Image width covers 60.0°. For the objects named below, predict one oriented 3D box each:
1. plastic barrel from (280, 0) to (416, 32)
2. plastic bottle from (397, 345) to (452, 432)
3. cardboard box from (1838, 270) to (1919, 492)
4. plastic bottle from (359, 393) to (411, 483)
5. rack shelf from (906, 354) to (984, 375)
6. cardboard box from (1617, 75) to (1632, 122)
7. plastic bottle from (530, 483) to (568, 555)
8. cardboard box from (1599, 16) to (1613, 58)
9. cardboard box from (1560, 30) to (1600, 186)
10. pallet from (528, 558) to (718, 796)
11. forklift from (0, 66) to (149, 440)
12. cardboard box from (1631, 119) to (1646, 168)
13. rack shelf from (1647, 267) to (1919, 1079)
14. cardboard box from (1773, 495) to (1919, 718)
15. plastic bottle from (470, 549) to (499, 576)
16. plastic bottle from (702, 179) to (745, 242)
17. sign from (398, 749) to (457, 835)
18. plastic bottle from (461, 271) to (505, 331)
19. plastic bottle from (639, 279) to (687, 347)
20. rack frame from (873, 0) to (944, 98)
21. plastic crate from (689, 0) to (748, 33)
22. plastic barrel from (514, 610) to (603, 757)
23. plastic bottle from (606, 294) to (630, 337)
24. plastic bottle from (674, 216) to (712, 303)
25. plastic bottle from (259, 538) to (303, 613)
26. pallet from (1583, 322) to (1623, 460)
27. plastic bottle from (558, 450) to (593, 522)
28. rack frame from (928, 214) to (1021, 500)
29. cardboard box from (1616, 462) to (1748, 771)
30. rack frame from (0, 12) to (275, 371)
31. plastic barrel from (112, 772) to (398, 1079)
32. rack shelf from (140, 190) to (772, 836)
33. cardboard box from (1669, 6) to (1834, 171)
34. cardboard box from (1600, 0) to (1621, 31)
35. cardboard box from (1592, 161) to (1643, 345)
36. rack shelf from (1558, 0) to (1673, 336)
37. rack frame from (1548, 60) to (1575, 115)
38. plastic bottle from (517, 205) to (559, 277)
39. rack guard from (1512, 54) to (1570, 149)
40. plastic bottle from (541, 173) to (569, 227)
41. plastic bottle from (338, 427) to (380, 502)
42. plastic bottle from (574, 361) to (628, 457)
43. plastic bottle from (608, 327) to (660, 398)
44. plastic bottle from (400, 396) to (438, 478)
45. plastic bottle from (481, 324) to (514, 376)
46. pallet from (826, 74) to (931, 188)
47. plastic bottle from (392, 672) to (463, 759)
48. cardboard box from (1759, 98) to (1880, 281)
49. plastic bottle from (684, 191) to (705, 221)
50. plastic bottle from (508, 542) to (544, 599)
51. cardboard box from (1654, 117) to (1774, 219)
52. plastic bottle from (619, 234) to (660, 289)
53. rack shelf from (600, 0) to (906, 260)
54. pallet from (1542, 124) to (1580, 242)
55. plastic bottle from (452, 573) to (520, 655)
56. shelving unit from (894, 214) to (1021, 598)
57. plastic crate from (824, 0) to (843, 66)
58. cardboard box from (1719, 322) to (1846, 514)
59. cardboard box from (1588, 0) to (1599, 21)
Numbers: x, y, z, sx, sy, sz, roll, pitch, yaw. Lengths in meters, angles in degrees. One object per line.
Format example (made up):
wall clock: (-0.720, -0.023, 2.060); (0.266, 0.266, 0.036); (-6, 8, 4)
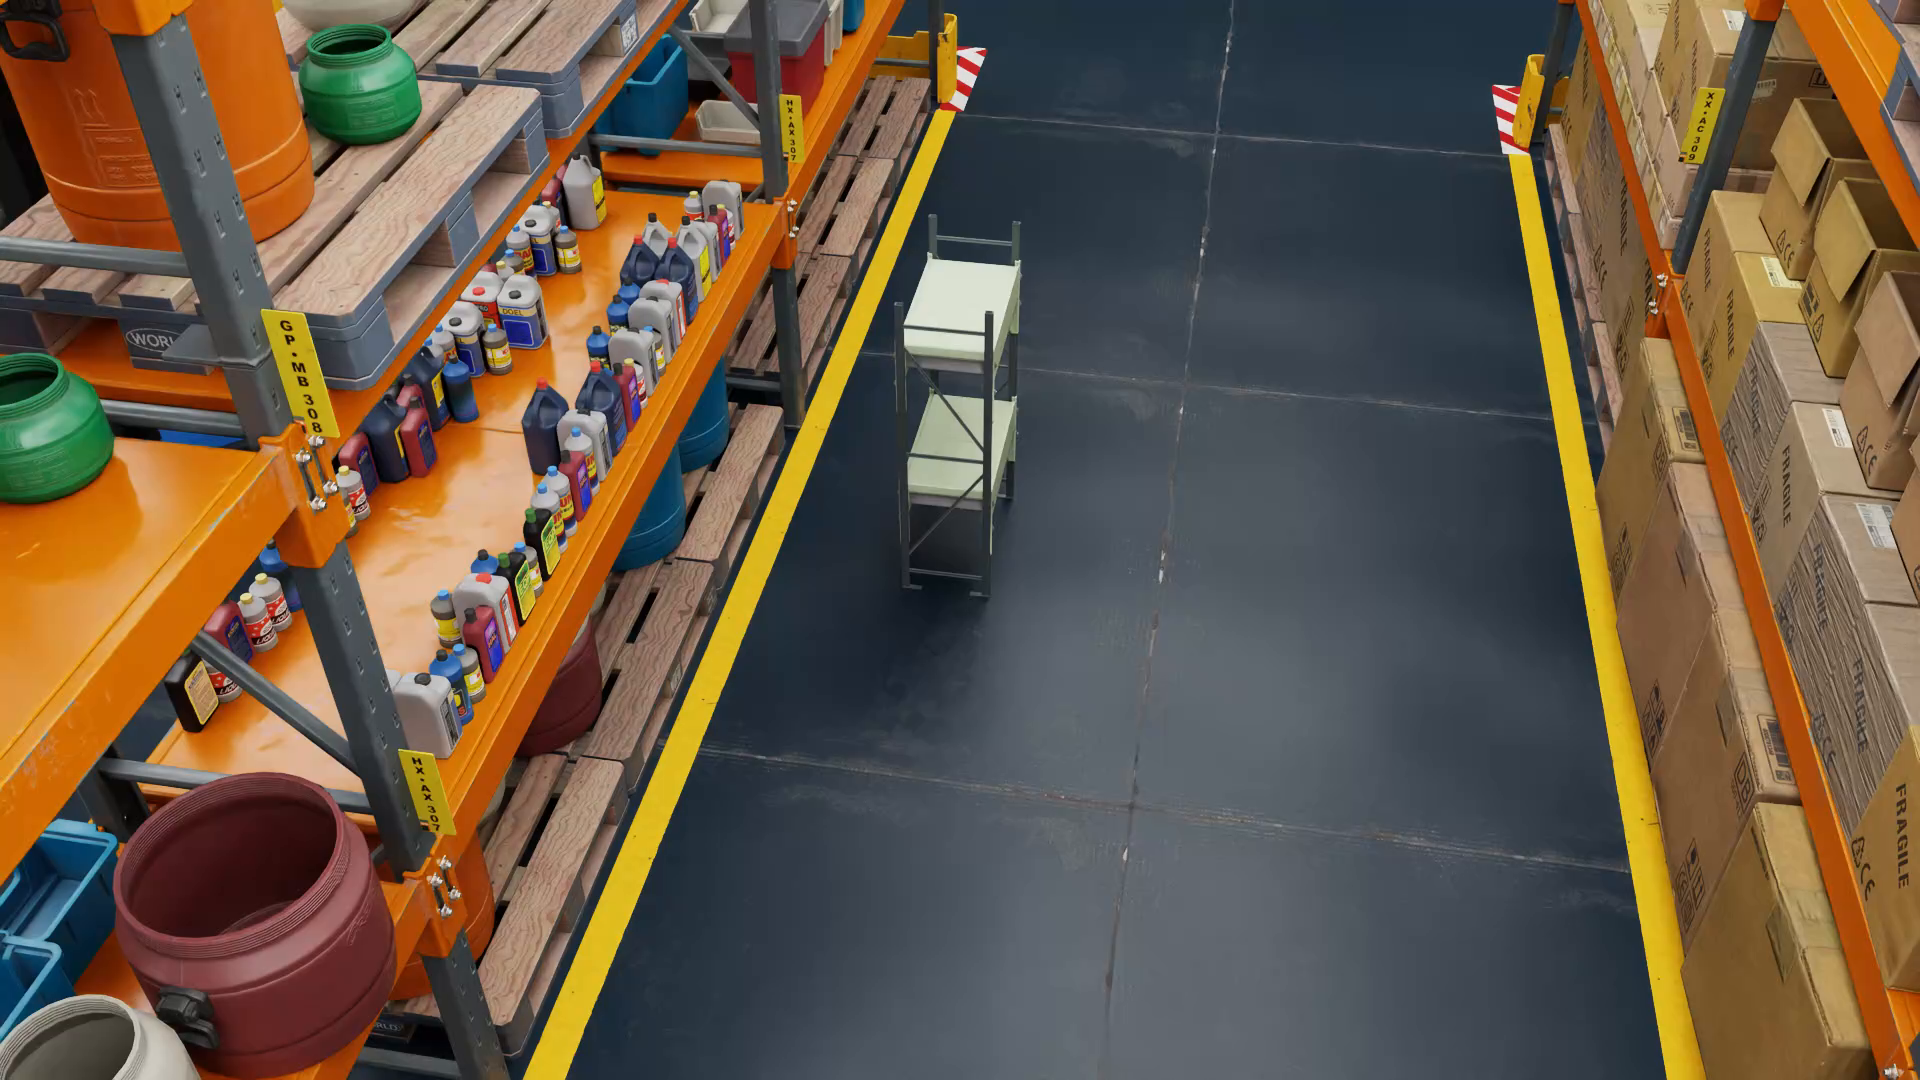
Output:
plastic barrel: (-1.835, -1.803, 4.883); (0.433, 0.535, 0.433); (0, 40, 0)
plastic bottle: (-2.022, -0.598, 6.254); (0.144, 0.351, 0.185); (6, 40, 8)
cardboard box: (3.253, -0.470, 5.195); (0.797, 0.503, 0.637); (8, 40, 9)
plastic bottle: (-2.077, -0.398, 6.013); (0.144, 0.351, 0.185); (6, 40, 8)
rack shelf: (-0.001, -0.930, 7.070); (0.332, 0.071, 0.664); (6, 40, 8)
cardboard box: (3.530, -2.205, 8.357); (0.380, 0.149, 0.250); (6, 40, 7)
plastic bottle: (-1.410, -0.078, 5.689); (0.097, 0.271, 0.097); (0, 40, 0)
cardboard box: (3.663, -2.688, 8.941); (0.380, 0.149, 0.250); (6, 40, 7)
cardboard box: (4.238, -2.711, 10.109); (0.875, 0.875, 0.875); (6, 40, 8)
pallet: (-1.684, 0.508, 7.066); (1.003, 0.211, 1.213); (6, 40, 8)
forklift: (-4.363, -1.363, 7.196); (3.031, 2.935, 1.121); (-23, 45, -25)
cardboard box: (3.441, -1.882, 7.967); (0.380, 0.149, 0.250); (7, 40, 9)
rack shelf: (3.231, 0.265, 5.737); (1.077, 0.370, 4.000); (6, 40, 8)
cardboard box: (2.905, 0.229, 5.138); (0.500, 0.500, 0.500); (5, 40, 6)
plastic bottle: (-1.533, 0.143, 5.420); (0.097, 0.271, 0.097); (0, 40, 0)
plastic bottle: (-1.051, -1.483, 7.384); (0.152, 0.276, 0.135); (6, 40, 8)
sign: (-1.450, 0.690, 4.530); (0.100, 0.325, 0.005); (6, 40, 8)
plastic bottle: (-1.916, -0.936, 6.723); (0.152, 0.276, 0.135); (6, 40, 8)
plastic bottle: (-1.201, -0.937, 6.724); (0.152, 0.276, 0.135); (6, 40, 8)
rack frame: (-0.609, -4.324, 10.723); (1.000, 3.000, 0.127); (6, 40, 8)
plastic crate: (-1.295, -2.861, 9.113); (0.293, 0.136, 0.466); (6, 40, 8)
plastic barrel: (-1.730, 0.446, 6.516); (0.600, 0.588, 0.708); (6, 40, 8)
plastic bottle: (-1.350, -0.853, 6.626); (0.097, 0.271, 0.097); (0, 40, 0)
plastic bottle: (-1.138, -1.182, 6.961); (0.144, 0.351, 0.185); (6, 40, 8)
plastic bottle: (-2.232, 0.108, 5.463); (0.097, 0.271, 0.097); (0, 40, 0)
pallet: (3.786, -0.662, 8.481); (1.003, 0.211, 1.213); (6, 40, 8)
plastic bottle: (-1.355, -0.215, 5.844); (0.061, 0.283, 0.133); (6, 40, 8)
rack frame: (0.062, -0.804, 7.642); (0.400, 1.500, 0.023); (6, 40, 8)
cardboard box: (3.333, 0.354, 6.402); (1.225, 0.875, 0.875); (5, 40, 6)
rack frame: (-1.993, -1.616, 2.739); (1.000, 3.000, 0.127); (6, 40, 8)
plastic barrel: (-1.775, 0.969, 4.214); (0.600, 0.536, 0.708); (6, 40, 8)
rack shelf: (-1.647, -0.357, 6.335); (0.919, 0.124, 3.809); (6, 40, 8)
cardboard box: (3.394, -1.932, 7.125); (0.500, 0.500, 0.500); (7, 40, 9)
cardboard box: (3.747, -2.921, 8.911); (0.500, 0.250, 0.500); (5, 40, 6)
cardboard box: (3.926, -1.581, 8.743); (0.875, 0.875, 0.875); (6, 40, 8)
rack shelf: (3.924, -2.246, 8.773); (1.077, 0.370, 4.000); (6, 40, 8)
rack frame: (4.273, -3.778, 10.062); (0.949, 2.616, 0.053); (6, 40, 8)
plastic bottle: (-1.819, -1.288, 7.148); (0.152, 0.276, 0.135); (6, 40, 8)
rack guard: (4.274, -2.830, 10.877); (1.175, 0.500, 0.348); (6, 40, 8)
plastic bottle: (-1.807, -1.502, 7.401); (0.061, 0.283, 0.133); (6, 40, 8)
plastic bottle: (-2.145, -0.277, 5.919); (0.061, 0.283, 0.133); (6, 40, 8)
plastic bottle: (-1.328, -0.491, 6.125); (0.144, 0.351, 0.185); (6, 40, 8)
plastic bottle: (-1.264, -0.707, 6.446); (0.152, 0.276, 0.135); (6, 40, 8)
plastic bottle: (-1.971, -0.377, 6.040); (0.061, 0.283, 0.133); (6, 40, 8)
plastic bottle: (-1.830, -0.760, 6.568); (0.097, 0.201, 0.097); (0, 40, 0)
pallet: (-0.789, -2.736, 10.991); (1.003, 0.211, 1.213); (6, 40, 8)
plastic bottle: (-1.600, 0.508, 4.975); (0.152, 0.276, 0.135); (6, 40, 8)
cardboard box: (3.475, -1.291, 6.189); (0.797, 0.503, 0.637); (5, 40, 7)
plastic bottle: (-1.177, -1.456, 7.410); (0.097, 0.201, 0.097); (0, 40, 0)
plastic bottle: (-1.450, 0.093, 5.536); (0.097, 0.201, 0.097); (0, 40, 0)
cardboard box: (3.395, -1.631, 7.349); (0.500, 0.250, 0.500); (6, 40, 7)
plastic bottle: (-1.311, -1.082, 6.840); (0.144, 0.351, 0.185); (6, 40, 8)
rack shelf: (-0.955, -2.792, 9.434); (1.077, 0.370, 4.000); (6, 40, 8)
pallet: (4.208, -2.193, 10.334); (1.003, 0.211, 1.213); (6, 40, 8)
plastic bottle: (-1.520, 0.218, 5.326); (0.152, 0.276, 0.135); (6, 40, 8)
shelving unit: (-0.001, -0.574, 7.364); (0.431, 1.500, 0.755); (6, 40, 8)
plastic crate: (-0.855, -2.729, 8.840); (0.437, 0.282, 0.530); (6, 40, 8)
cardboard box: (3.079, -0.415, 5.917); (0.500, 0.500, 0.500); (6, 40, 7)
cardboard box: (3.752, -3.009, 9.329); (0.380, 0.149, 0.250); (6, 40, 7)
